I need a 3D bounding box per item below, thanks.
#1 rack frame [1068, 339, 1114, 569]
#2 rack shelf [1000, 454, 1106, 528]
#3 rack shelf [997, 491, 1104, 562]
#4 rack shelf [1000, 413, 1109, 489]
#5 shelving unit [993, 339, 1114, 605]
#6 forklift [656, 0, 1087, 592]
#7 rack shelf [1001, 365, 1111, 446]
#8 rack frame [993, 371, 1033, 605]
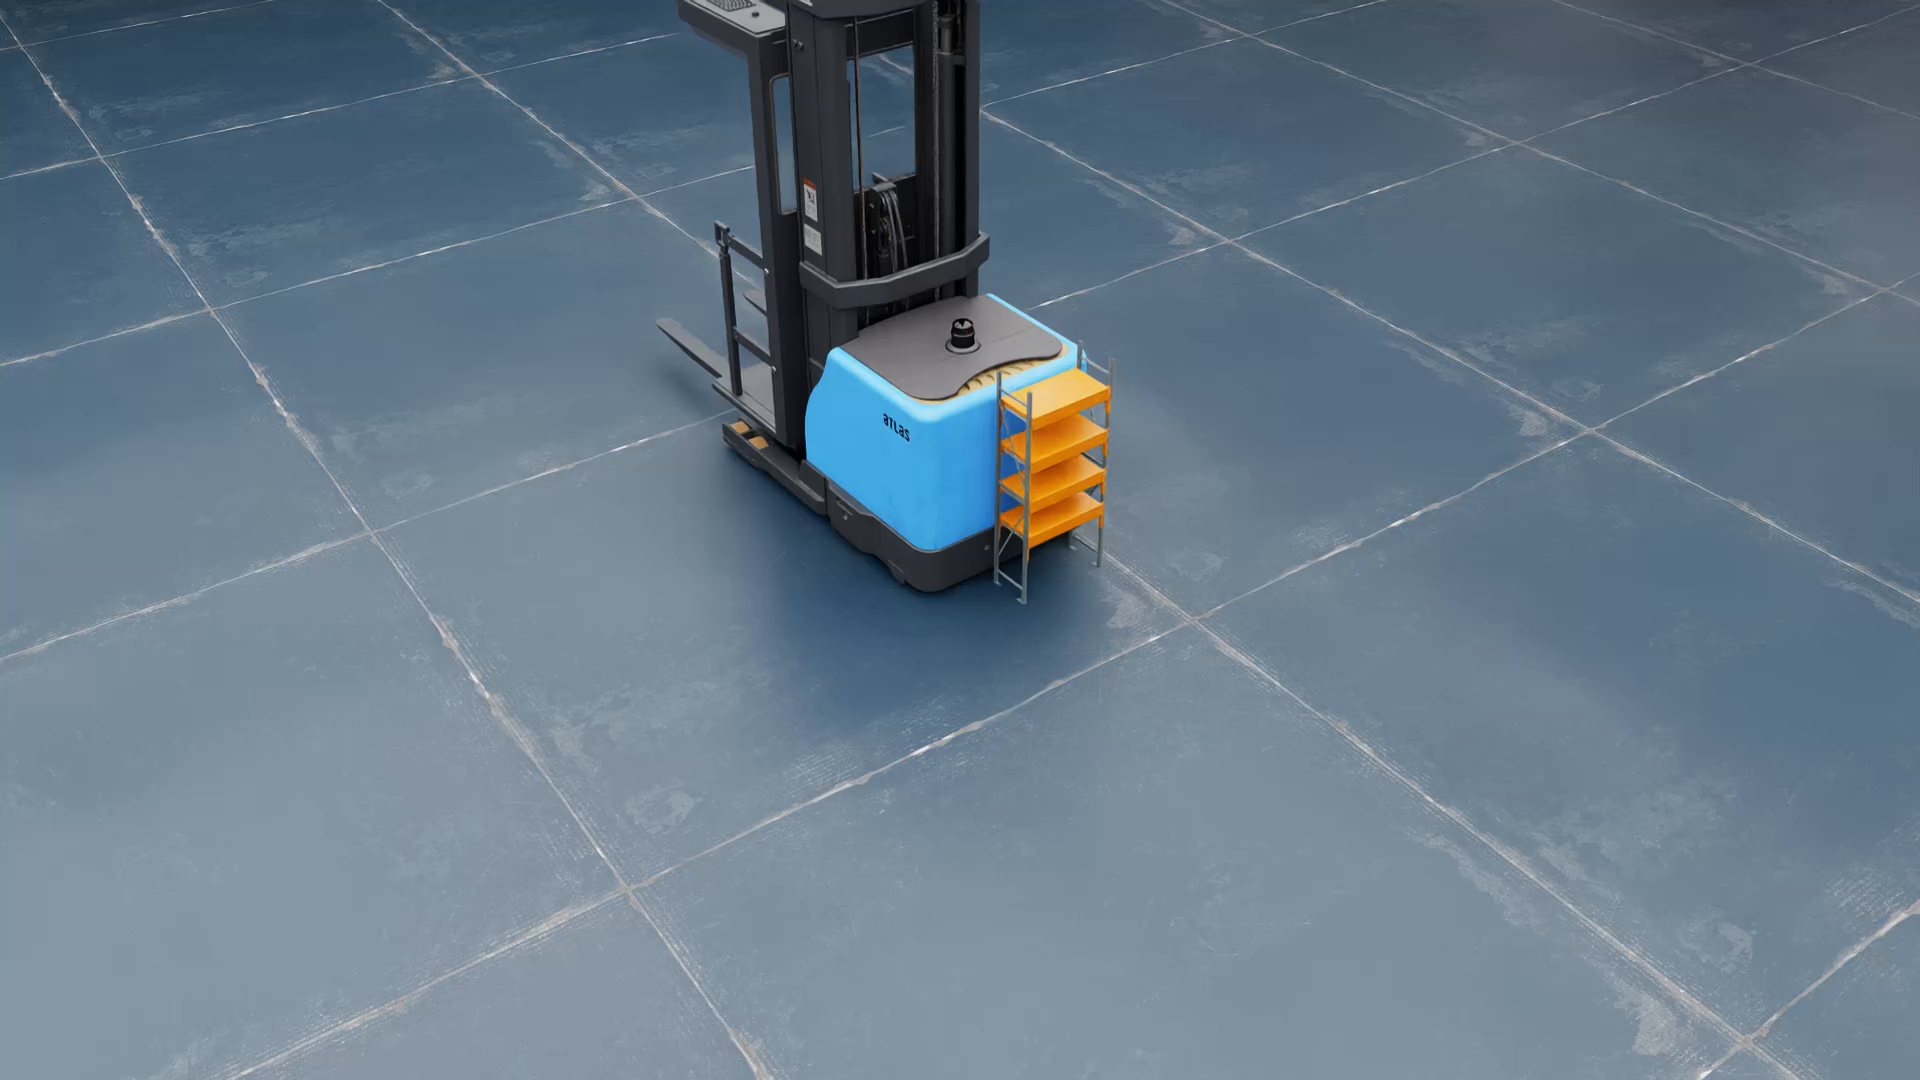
[{"bbox_3d":[0.632,-0.399,8.090,0.015,1.200,0.240,-24,42,-30],"label":"rack frame"},{"bbox_3d":[0.439,-0.257,8.009,0.480,0.148,0.258,-24,42,-30],"label":"rack shelf"},{"bbox_3d":[0.439,-0.096,8.125,0.480,0.148,0.258,-24,42,-30],"label":"rack shelf"},{"bbox_3d":[0.439,-0.439,7.878,0.480,0.148,0.258,-24,42,-30],"label":"rack shelf"},{"bbox_3d":[0.439,-0.312,7.970,0.503,1.200,0.258,-24,42,-30],"label":"shelving unit"},{"bbox_3d":[-0.658,-1.745,8.479,1.130,2.935,3.031,-24,42,-29],"label":"forklift"},{"bbox_3d":[0.439,-0.631,7.740,0.480,0.148,0.258,-24,42,-30],"label":"rack shelf"},{"bbox_3d":[0.246,-0.225,7.849,0.015,1.200,0.240,-24,42,-30],"label":"rack frame"}]
